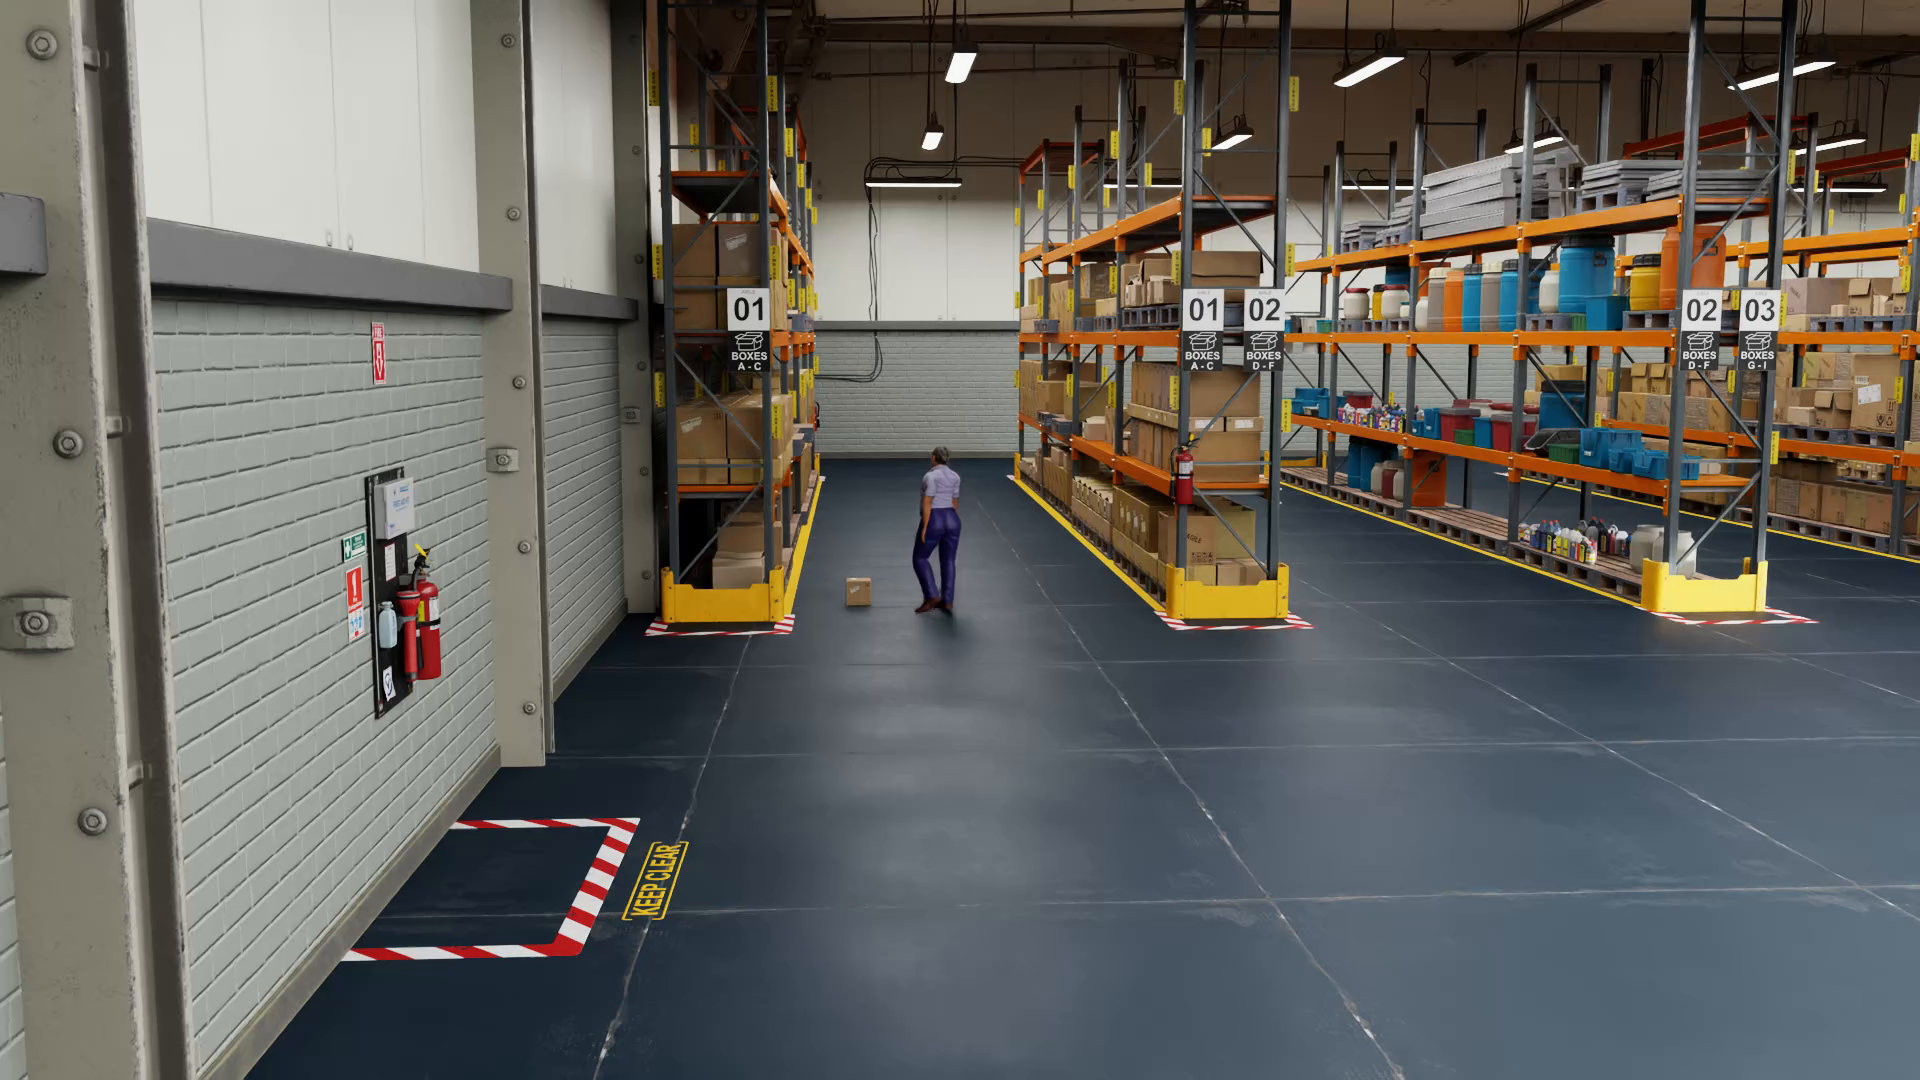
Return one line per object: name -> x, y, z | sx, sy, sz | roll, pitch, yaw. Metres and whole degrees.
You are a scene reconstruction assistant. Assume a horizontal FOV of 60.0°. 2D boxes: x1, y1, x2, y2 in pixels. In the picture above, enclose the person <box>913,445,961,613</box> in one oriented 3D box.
person -> -0.220, -0.095, 16.662 | 0.524, 1.674, 0.370 | -5, 8, -34
